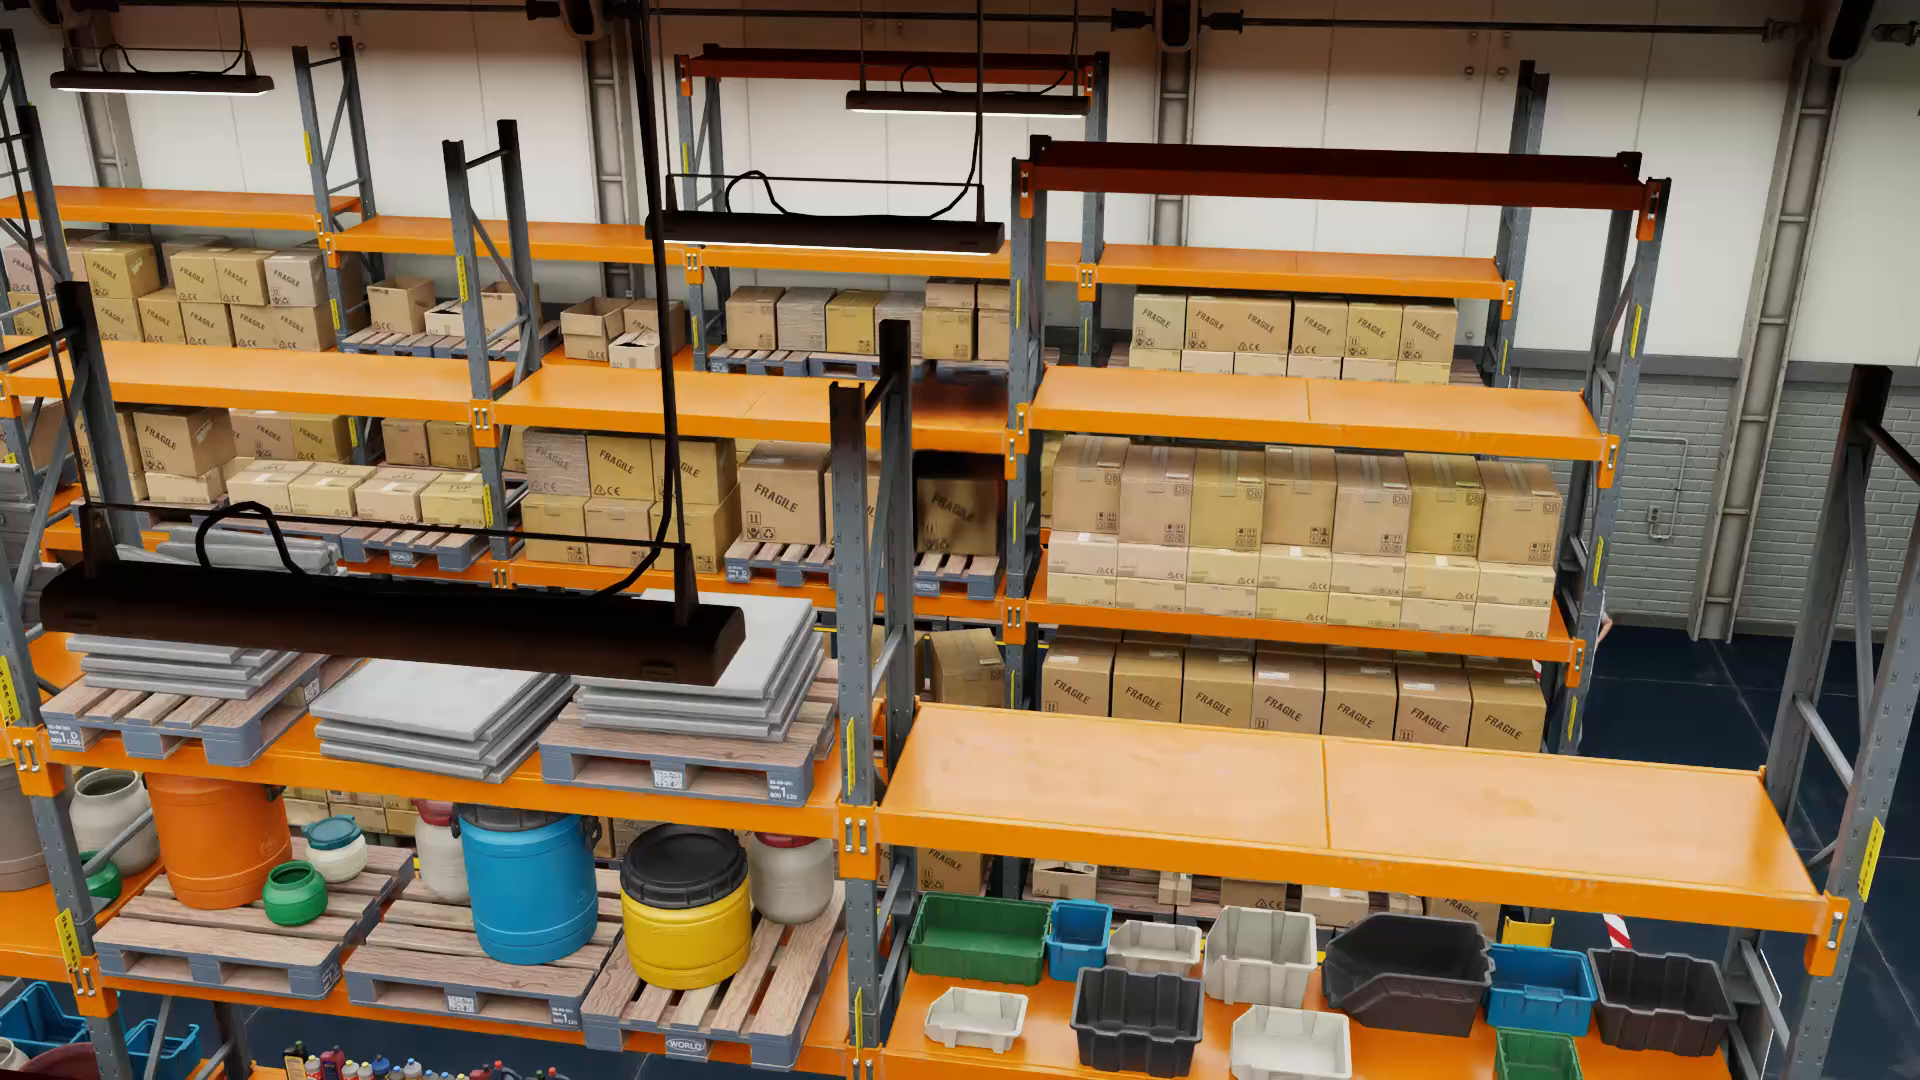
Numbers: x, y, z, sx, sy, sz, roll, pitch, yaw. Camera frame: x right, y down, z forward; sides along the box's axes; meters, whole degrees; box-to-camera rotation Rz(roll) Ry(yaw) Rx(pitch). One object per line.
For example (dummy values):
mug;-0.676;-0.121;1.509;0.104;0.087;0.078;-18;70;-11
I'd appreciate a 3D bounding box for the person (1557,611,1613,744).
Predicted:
person;5.742;1.094;15.729;0.672;1.549;1.195;12;26;26
